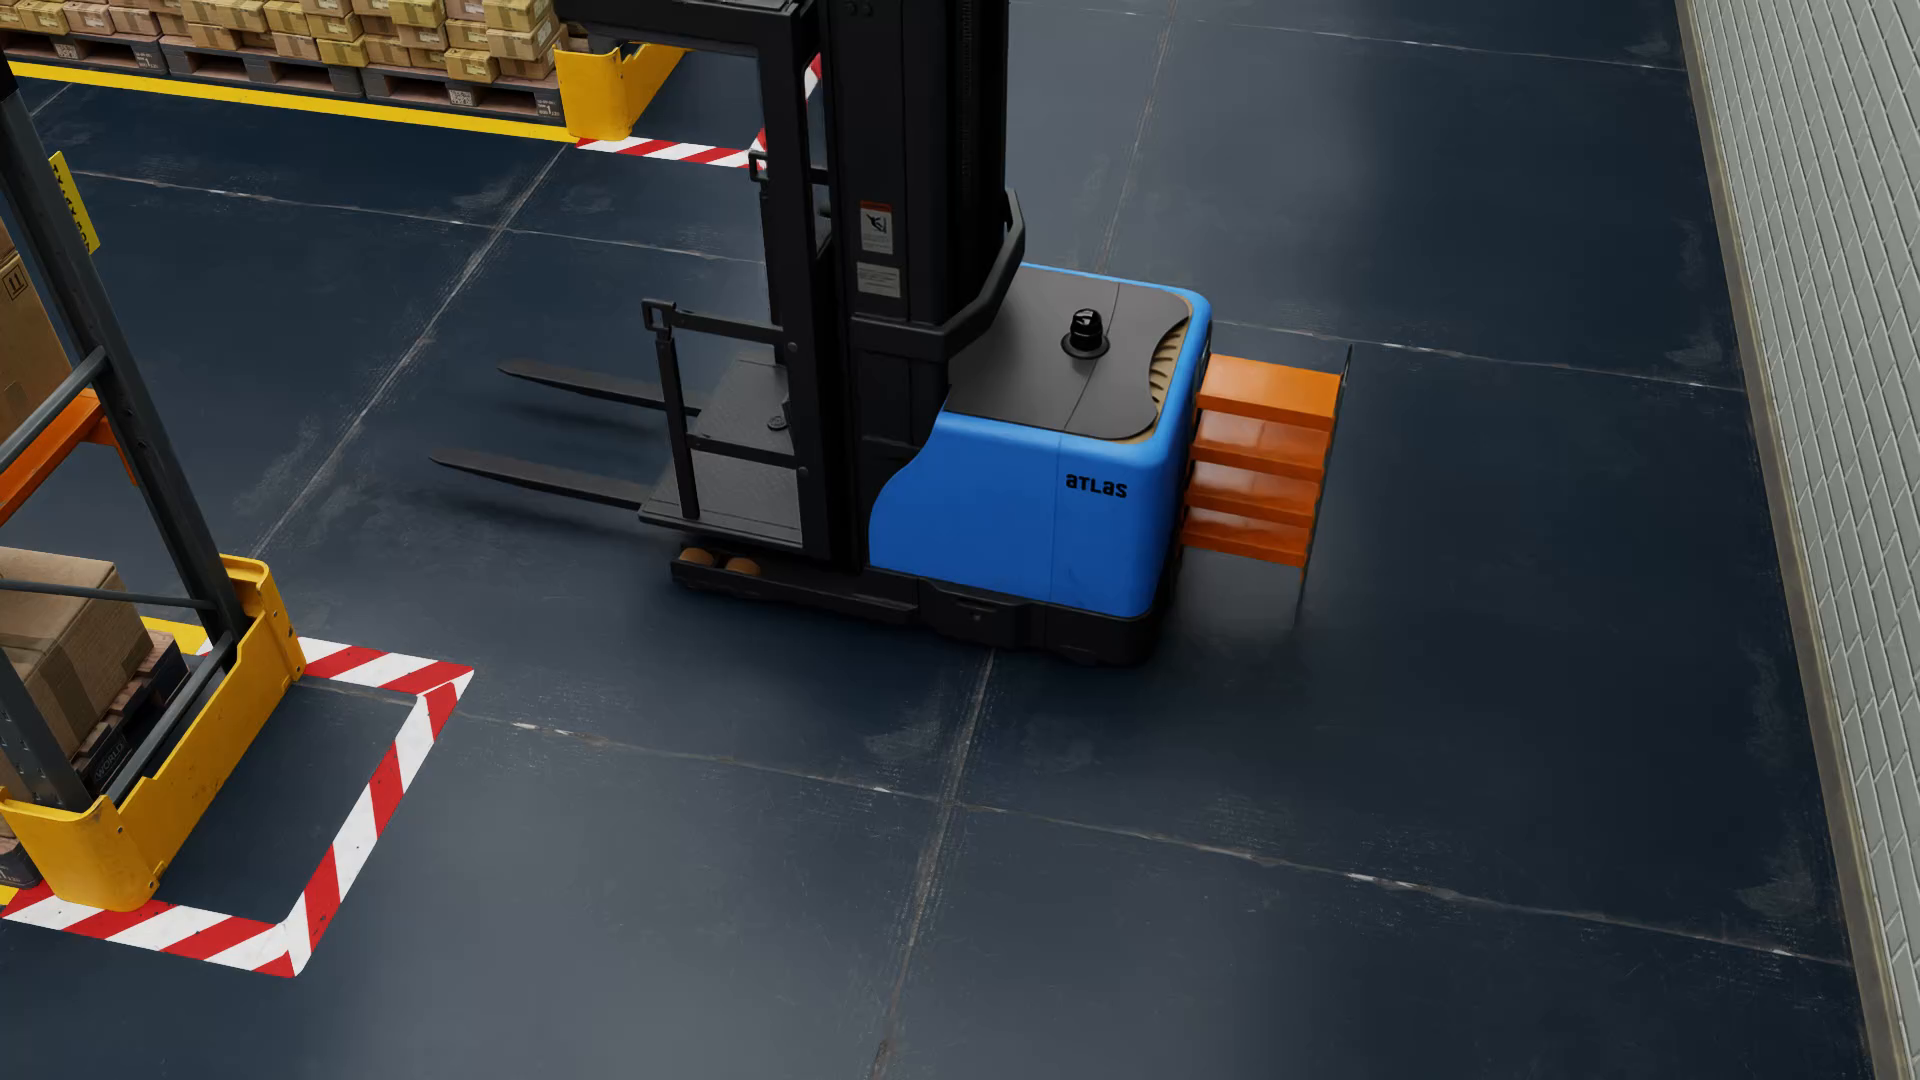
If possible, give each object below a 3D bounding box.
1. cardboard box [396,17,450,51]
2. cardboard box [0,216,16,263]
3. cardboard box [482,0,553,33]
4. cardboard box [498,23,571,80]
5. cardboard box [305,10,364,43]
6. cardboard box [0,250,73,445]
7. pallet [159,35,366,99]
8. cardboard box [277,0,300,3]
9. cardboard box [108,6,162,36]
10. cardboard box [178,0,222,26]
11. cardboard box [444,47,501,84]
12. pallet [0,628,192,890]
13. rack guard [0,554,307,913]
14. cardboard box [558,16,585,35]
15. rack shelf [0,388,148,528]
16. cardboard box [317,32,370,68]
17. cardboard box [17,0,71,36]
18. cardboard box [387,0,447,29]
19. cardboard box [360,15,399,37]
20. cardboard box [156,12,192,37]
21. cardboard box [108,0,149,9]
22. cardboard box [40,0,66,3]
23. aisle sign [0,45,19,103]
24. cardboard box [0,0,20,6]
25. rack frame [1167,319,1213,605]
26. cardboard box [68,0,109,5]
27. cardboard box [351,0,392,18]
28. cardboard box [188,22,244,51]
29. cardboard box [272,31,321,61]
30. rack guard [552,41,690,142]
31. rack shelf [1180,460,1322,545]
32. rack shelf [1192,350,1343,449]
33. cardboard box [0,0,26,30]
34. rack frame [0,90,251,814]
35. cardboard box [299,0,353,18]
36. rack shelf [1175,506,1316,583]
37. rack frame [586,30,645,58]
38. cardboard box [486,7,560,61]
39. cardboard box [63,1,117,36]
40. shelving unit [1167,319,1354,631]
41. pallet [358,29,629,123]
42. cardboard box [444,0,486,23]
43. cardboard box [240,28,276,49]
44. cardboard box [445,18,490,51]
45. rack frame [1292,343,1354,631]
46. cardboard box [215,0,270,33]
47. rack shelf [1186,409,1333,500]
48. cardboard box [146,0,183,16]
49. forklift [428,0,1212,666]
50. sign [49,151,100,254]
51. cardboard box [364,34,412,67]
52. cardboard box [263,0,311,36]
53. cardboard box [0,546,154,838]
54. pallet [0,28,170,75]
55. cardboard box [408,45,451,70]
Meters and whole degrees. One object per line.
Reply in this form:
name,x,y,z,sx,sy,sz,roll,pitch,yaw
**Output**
cardboard box,-2.867,-2.831,9.067,0.250,0.149,0.380,7,44,7
cardboard box,-3.170,-0.932,4.762,0.500,0.500,0.500,8,44,8
cardboard box,-2.354,-2.883,8.906,0.250,0.149,0.380,9,45,10
cardboard box,-2.341,-2.698,9.143,0.250,0.149,0.380,10,45,10
cardboard box,-3.375,-2.901,9.139,0.250,0.149,0.380,9,45,10
cardboard box,-3.170,-0.573,5.110,0.500,0.500,0.500,9,45,9
pallet,-3.828,-2.975,9.689,1.213,0.211,1.003,9,45,9
cardboard box,-3.613,-3.113,9.145,0.250,0.149,0.380,7,44,8
cardboard box,-4.628,-3.045,9.504,0.250,0.149,0.380,8,44,8
cardboard box,-4.131,-3.029,9.273,0.250,0.149,0.380,9,45,9
cardboard box,-2.614,-2.669,9.112,0.250,0.149,0.380,10,45,10
pallet,-3.561,0.666,5.906,1.213,0.211,1.003,9,45,9
rack guard,-2.741,0.634,5.731,0.348,0.500,1.175,9,45,9
cardboard box,-2.223,-3.056,9.515,0.250,0.149,0.380,10,45,10
rack shelf,-4.716,-0.314,5.432,4.000,0.370,1.077,9,45,9
cardboard box,-3.359,-2.792,9.240,0.250,0.149,0.380,7,44,7
cardboard box,-5.140,-3.052,9.511,0.250,0.149,0.380,10,45,10
cardboard box,-2.867,-2.913,8.937,0.250,0.149,0.380,8,44,8
cardboard box,-3.106,-2.941,9.181,0.250,0.149,0.380,8,45,9
cardboard box,-4.358,-3.028,9.486,0.250,0.149,0.380,7,44,7
cardboard box,-4.626,-3.168,9.417,0.250,0.149,0.380,7,44,7
cardboard box,-5.135,-3.223,9.474,0.250,0.149,0.380,9,45,9
aisle sign,-2.631,-1.392,4.159,0.004,0.787,0.394,9,45,9
cardboard box,-5.401,-3.201,9.451,0.250,0.149,0.380,11,45,11
rack frame,0.847,-0.259,6.154,0.015,1.200,0.240,11,45,12
cardboard box,-4.889,-3.211,9.461,0.250,0.149,0.380,9,45,9
cardboard box,-3.106,-2.995,9.022,0.250,0.149,0.380,7,44,7
cardboard box,-4.125,-2.924,9.378,0.250,0.149,0.380,8,44,8
cardboard box,-3.622,-2.847,9.297,0.250,0.149,0.380,10,45,10
rack guard,-1.856,-2.746,9.243,0.348,0.500,1.175,9,45,9
rack shelf,1.081,-0.163,6.151,0.480,0.148,0.258,11,45,12
rack shelf,1.081,-0.495,5.832,0.480,0.148,0.258,11,45,12
cardboard box,-5.400,-3.093,9.553,0.250,0.149,0.380,7,44,7
rack frame,-2.764,-0.270,4.868,0.127,3.000,1.000,9,45,9
cardboard box,-3.380,-2.998,9.026,0.250,0.149,0.380,10,45,11
rack shelf,1.081,-0.020,6.289,0.480,0.148,0.258,11,45,12
rack frame,-1.782,-3.635,8.364,0.127,3.000,1.000,9,45,9
cardboard box,-2.359,-2.754,8.986,0.250,0.149,0.380,8,44,8
cardboard box,-4.886,-3.050,9.509,0.250,0.149,0.380,9,45,9
shelving unit,1.081,-0.212,6.105,0.503,1.200,0.258,11,45,12
pallet,-2.641,-2.789,9.496,1.213,0.211,1.003,9,45,9
cardboard box,-2.586,-2.960,8.986,0.250,0.149,0.380,10,45,10
cardboard box,-3.852,-2.936,9.390,0.250,0.149,0.380,10,45,10
cardboard box,-2.602,-2.830,9.065,0.250,0.149,0.380,8,44,8
rack frame,1.315,-0.165,6.056,0.015,1.200,0.240,11,45,12
cardboard box,-3.896,-2.975,9.216,0.250,0.149,0.380,9,45,9
rack shelf,1.081,-0.324,5.996,0.480,0.148,0.258,11,45,12
cardboard box,-4.363,-3.111,9.357,0.250,0.149,0.380,11,45,11
forklift,-0.628,-1.165,5.847,3.031,2.935,1.130,11,45,12
sign,-2.637,-0.985,4.929,0.005,0.325,0.100,9,45,9
cardboard box,-3.097,-2.795,9.244,0.250,0.149,0.380,9,45,9
cardboard box,-3.621,-2.952,9.193,0.250,0.149,0.380,11,45,11
cardboard box,-3.430,0.469,5.644,0.875,0.438,0.875,7,44,8
pallet,-5.022,-3.159,9.880,1.213,0.211,1.003,9,45,9
cardboard box,-2.853,-2.767,9.215,0.250,0.149,0.380,9,45,9
